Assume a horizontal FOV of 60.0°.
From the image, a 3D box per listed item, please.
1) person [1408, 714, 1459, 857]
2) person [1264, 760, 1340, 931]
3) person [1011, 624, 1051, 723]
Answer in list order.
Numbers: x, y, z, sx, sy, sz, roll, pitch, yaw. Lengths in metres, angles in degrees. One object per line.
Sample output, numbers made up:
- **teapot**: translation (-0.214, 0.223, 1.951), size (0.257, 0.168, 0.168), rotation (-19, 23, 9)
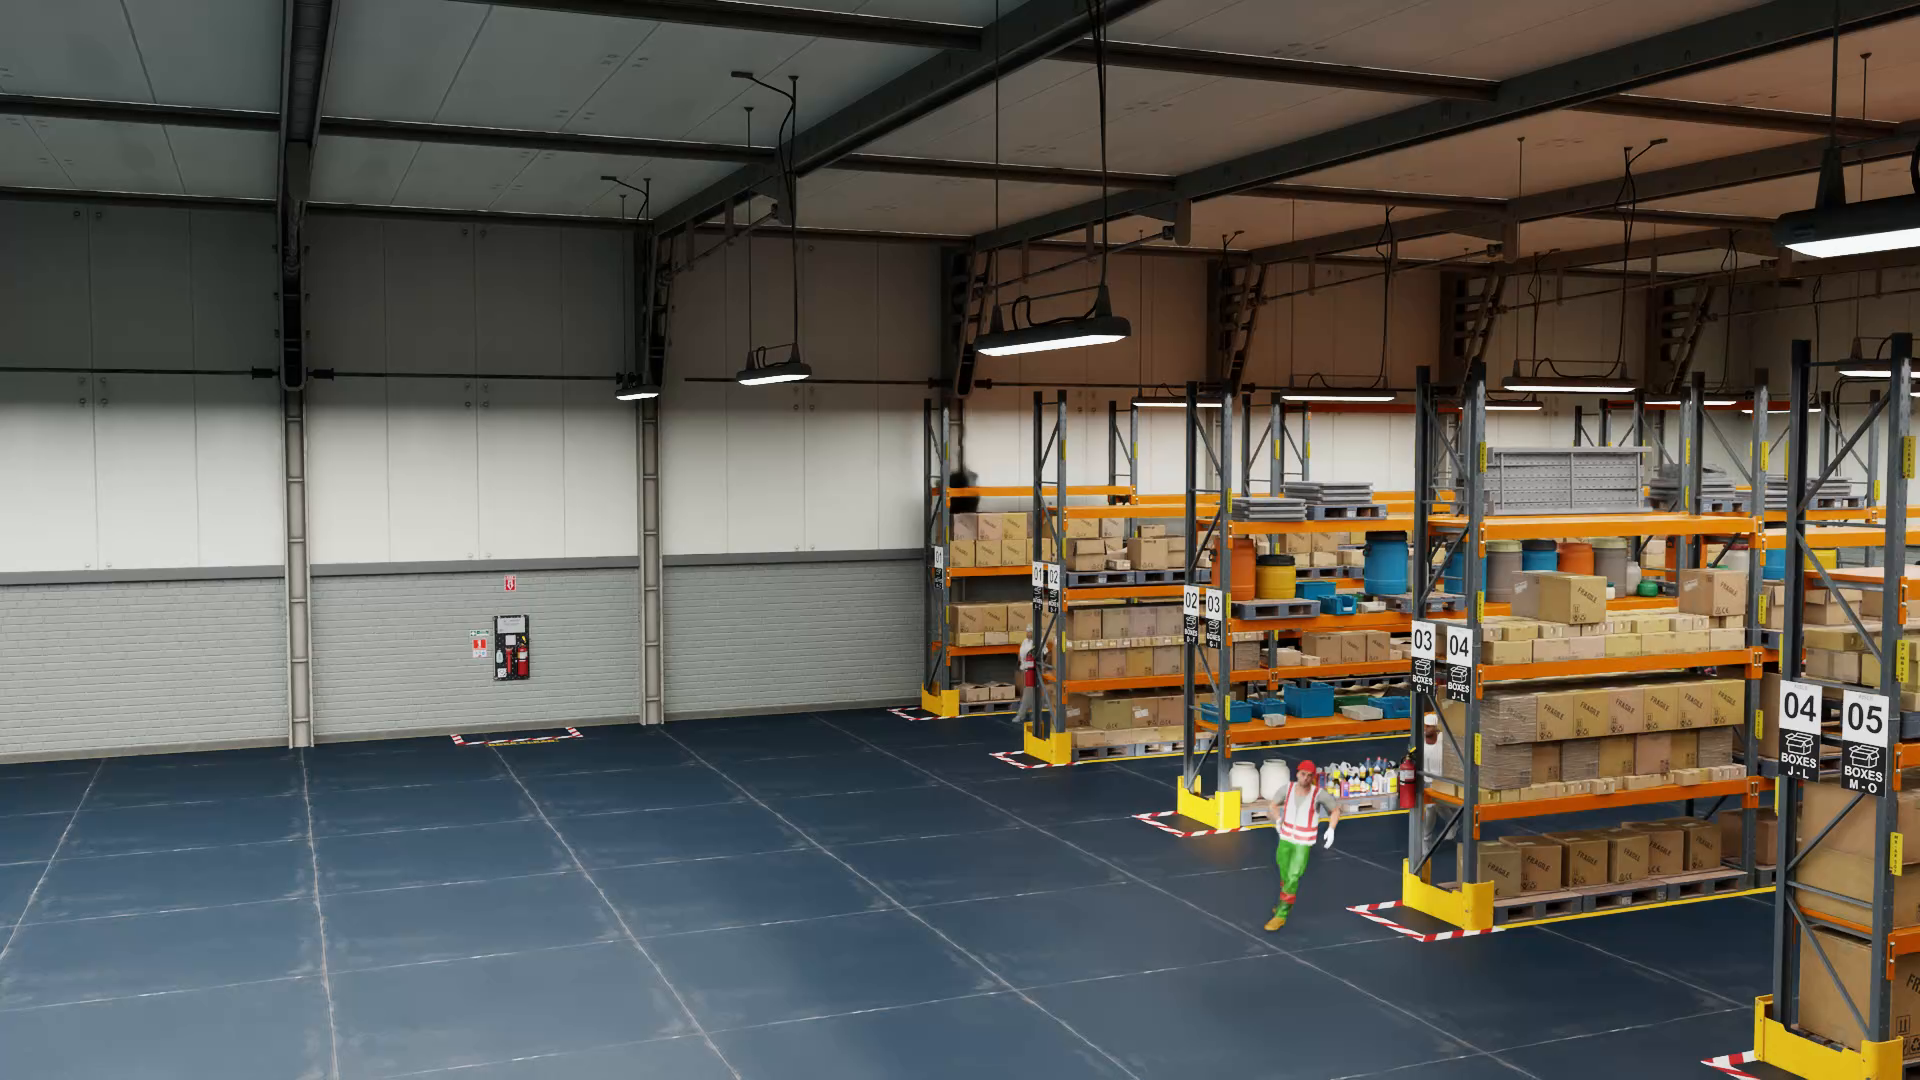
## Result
- **person**: translation (6.059, 3.064, 21.086), size (1.006, 1.774, 0.694), rotation (-3, 4, -41)
- **person**: translation (3.594, 3.201, 17.651), size (0.746, 1.766, 0.900), rotation (2, 4, 32)
- **person**: translation (1.258, 2.332, 29.139), size (0.801, 1.741, 0.627), rotation (-3, 5, -43)
